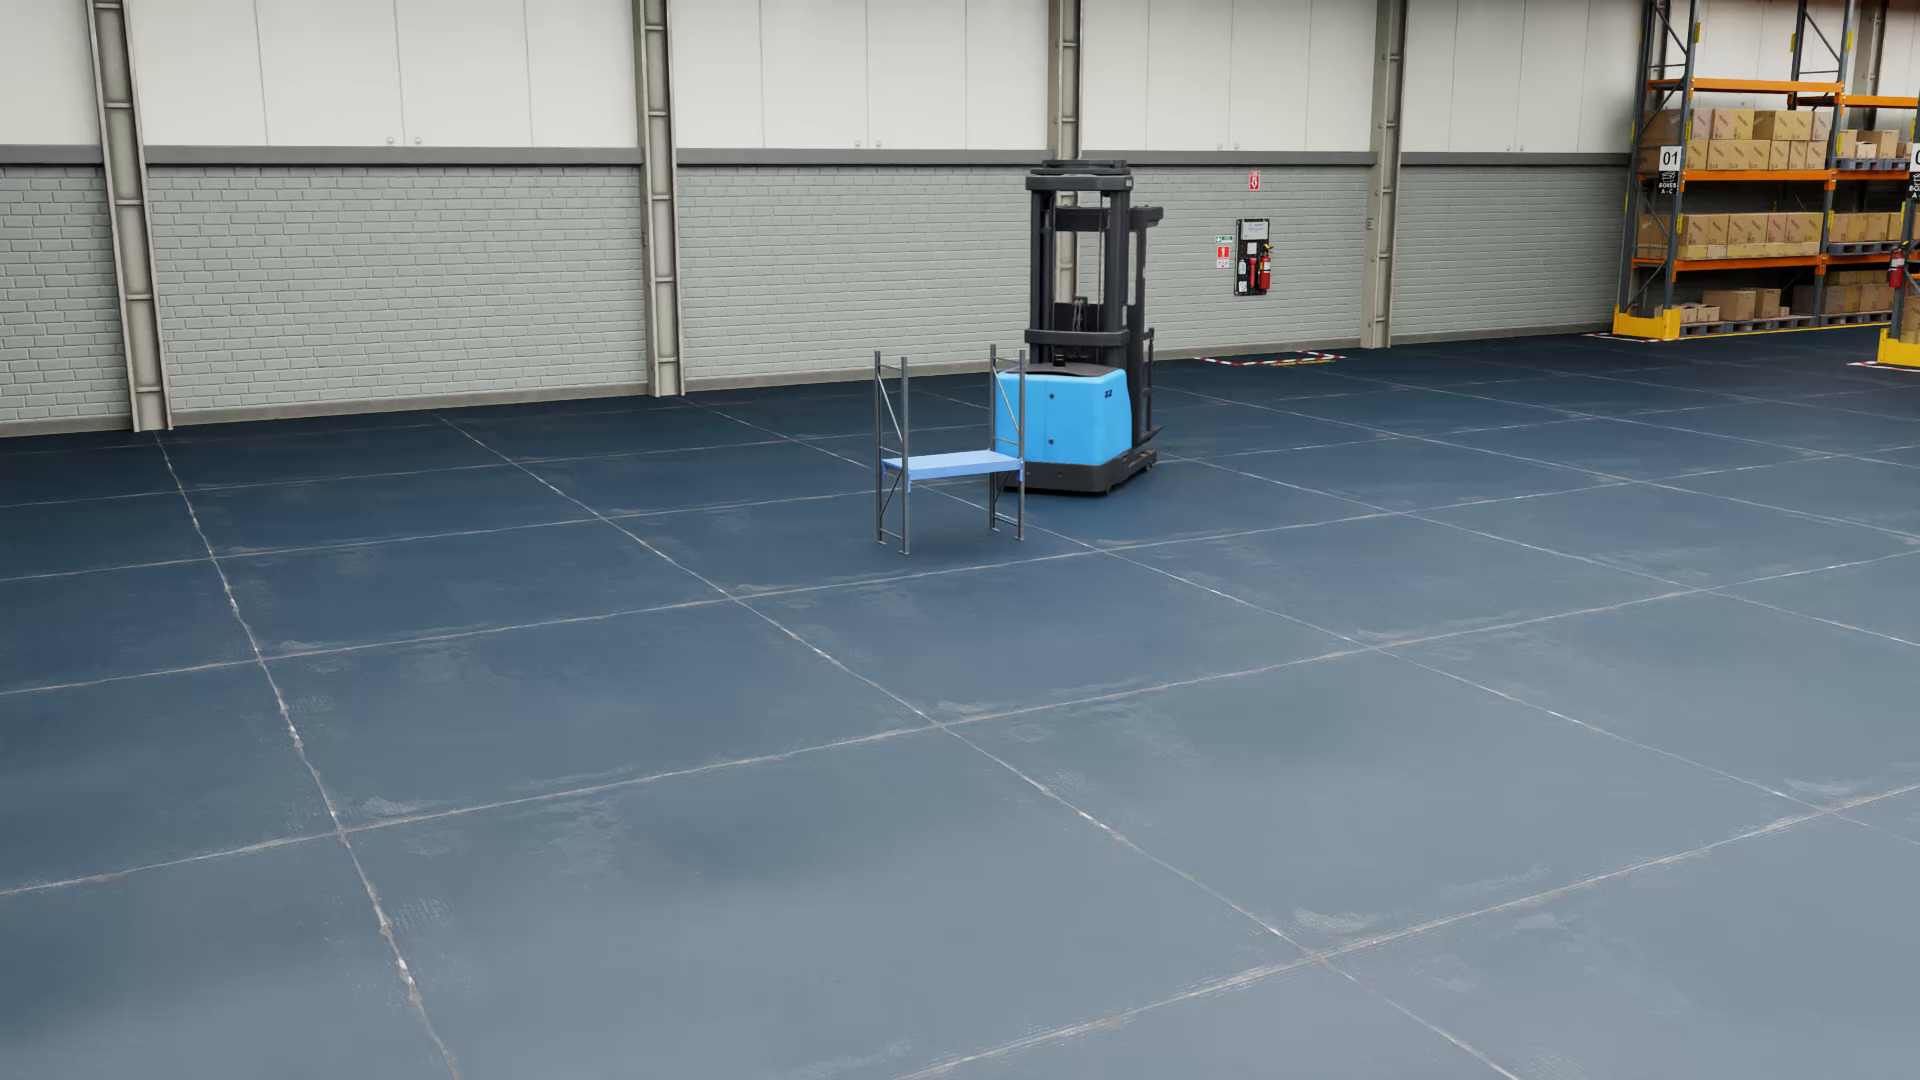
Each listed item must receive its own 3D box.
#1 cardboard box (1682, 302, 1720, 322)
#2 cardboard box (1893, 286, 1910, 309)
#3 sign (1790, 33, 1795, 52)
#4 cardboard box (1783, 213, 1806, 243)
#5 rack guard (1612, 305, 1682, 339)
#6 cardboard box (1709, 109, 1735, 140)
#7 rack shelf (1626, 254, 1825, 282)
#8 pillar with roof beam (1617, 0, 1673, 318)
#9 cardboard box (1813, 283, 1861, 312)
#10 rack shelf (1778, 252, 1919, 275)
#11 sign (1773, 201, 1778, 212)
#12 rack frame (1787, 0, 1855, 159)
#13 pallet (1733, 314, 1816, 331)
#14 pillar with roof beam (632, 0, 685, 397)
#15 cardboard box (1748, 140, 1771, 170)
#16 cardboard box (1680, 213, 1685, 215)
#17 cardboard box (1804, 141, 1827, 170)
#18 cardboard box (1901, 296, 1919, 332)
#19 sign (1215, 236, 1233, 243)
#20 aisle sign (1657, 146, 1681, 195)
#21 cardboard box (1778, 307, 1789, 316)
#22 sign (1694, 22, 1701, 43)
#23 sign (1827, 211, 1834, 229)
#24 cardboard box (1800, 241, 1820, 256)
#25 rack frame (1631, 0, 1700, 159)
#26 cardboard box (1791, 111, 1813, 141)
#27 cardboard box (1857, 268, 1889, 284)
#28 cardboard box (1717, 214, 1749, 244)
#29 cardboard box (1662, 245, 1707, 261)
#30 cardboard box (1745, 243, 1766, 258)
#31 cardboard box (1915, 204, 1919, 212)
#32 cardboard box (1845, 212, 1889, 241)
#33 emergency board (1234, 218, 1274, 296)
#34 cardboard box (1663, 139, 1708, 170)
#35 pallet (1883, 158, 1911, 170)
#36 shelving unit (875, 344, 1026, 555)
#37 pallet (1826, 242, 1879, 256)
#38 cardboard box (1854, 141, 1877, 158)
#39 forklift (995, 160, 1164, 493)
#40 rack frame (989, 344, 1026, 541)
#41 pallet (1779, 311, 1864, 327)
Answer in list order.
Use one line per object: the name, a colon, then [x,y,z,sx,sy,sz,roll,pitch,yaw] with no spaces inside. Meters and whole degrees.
cardboard box: [12.964,-4.012,29.228,0.500,0.311,0.500,-6,14,-23]
cardboard box: [17.720,-4.713,31.911,0.500,0.500,0.700,-7,14,-28]
sign: [15.053,-8.981,30.032,0.005,0.325,0.100,-7,14,-28]
cardboard box: [14.622,-5.554,29.546,0.500,0.500,0.500,-7,14,-28]
rack guard: [11.880,-3.783,28.778,0.348,0.500,1.175,-7,14,-28]
cardboard box: [12.732,-7.041,28.179,0.500,0.500,0.500,-7,14,-29]
rack shelf: [13.569,-4.853,29.482,4.000,0.370,1.077,-7,14,-28]
pillar with roof beam: [14.076,-7.332,25.191,0.400,9.000,9.100,-7,14,-28]
cardboard box: [16.392,-4.555,31.207,0.500,0.500,0.700,-7,15,-29]
rack shelf: [17.080,-5.274,31.352,4.000,0.370,1.077,-7,14,-28]
sign: [15.055,-6.086,30.684,0.005,0.325,0.100,-7,14,-28]
rack frame: [15.324,-8.342,29.679,0.127,3.000,1.000,-7,14,-28]
pallet: [14.752,-3.977,30.300,1.213,0.211,1.003,-7,14,-28]
pillar with roof beam: [-1.723,-5.438,16.777,0.400,9.000,9.100,-7,14,-28]
cardboard box: [13.629,-6.668,28.803,0.500,0.500,0.500,-6,14,-24]
cardboard box: [12.572,-5.438,29.029,0.500,0.500,0.500,-7,14,-27]
cardboard box: [14.997,-6.836,29.547,0.500,0.500,0.500,-6,14,-26]
cardboard box: [14.518,-3.383,24.907,0.500,0.500,0.500,-7,14,-28]
sign: [4.033,-4.587,25.371,0.331,0.109,0.001,-7,14,-28]
aisle sign: [11.894,-6.197,27.892,0.004,0.787,0.394,-7,14,-28]
cardboard box: [14.869,-4.185,30.325,0.250,0.166,0.380,-9,16,-35]
sign: [12.073,-8.311,27.234,0.005,0.325,0.100,-7,14,-28]
sign: [15.591,-5.733,29.782,0.005,0.325,0.100,-7,14,-28]
cardboard box: [15.054,-5.243,29.871,0.500,0.250,0.500,-7,14,-28]
rack frame: [11.813,-7.921,27.809,0.127,3.000,1.000,-7,14,-28]
cardboard box: [14.536,-7.260,29.153,0.500,0.500,0.500,-6,14,-25]
cardboard box: [17.249,-5.008,31.513,0.500,0.250,0.500,-7,14,-28]
cardboard box: [13.272,-5.392,28.824,0.500,0.500,0.500,-7,15,-30]
cardboard box: [12.394,-4.921,28.439,0.500,0.250,0.500,-7,15,-29]
cardboard box: [13.738,-5.083,29.161,0.500,0.250,0.500,-7,14,-27]
cardboard box: [18.272,-6.337,31.727,0.250,0.149,0.380,-10,16,-37]
cardboard box: [16.844,-5.858,31.077,0.500,0.500,0.700,-5,14,-20]
emergency board: [4.560,-4.351,25.609,0.643,1.169,0.194,-7,14,-28]
cardboard box: [12.227,-6.503,28.068,0.500,0.500,0.500,-6,14,-26]
pallet: [16.826,-6.941,30.714,1.003,0.211,1.213,-7,14,-28]
shelving unit: [-0.075,-0.723,12.905,1.048,1.500,0.538,-7,14,-28]
pallet: [16.065,-5.374,30.592,1.213,0.211,1.003,-7,14,-28]
cardboard box: [16.383,-7.147,30.447,0.500,0.311,0.500,-6,14,-26]
forklift: [1.284,-2.126,15.882,1.130,2.935,3.031,5,14,20]
rack frame: [0.371,-0.776,13.142,0.032,1.500,0.500,-7,14,-28]
pallet: [16.007,-4.137,31.009,1.213,0.211,1.003,-7,14,-28]
